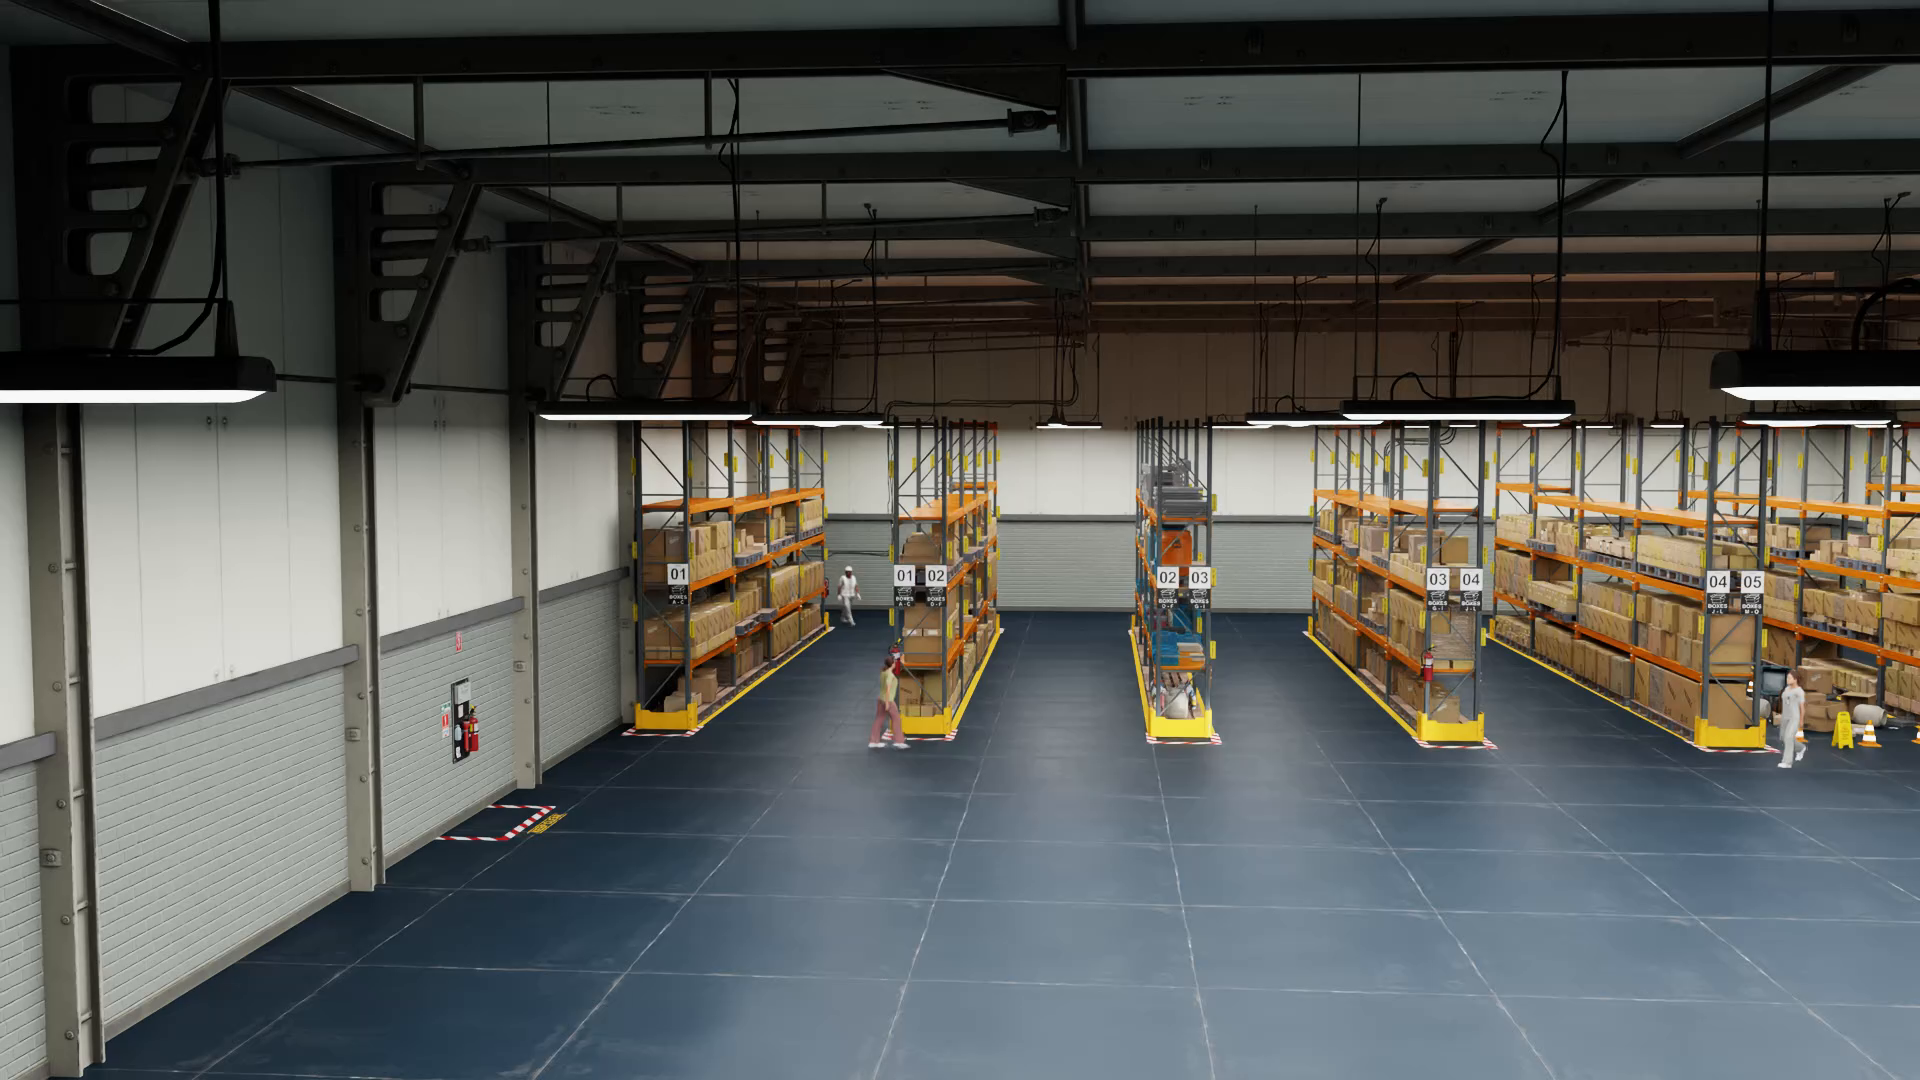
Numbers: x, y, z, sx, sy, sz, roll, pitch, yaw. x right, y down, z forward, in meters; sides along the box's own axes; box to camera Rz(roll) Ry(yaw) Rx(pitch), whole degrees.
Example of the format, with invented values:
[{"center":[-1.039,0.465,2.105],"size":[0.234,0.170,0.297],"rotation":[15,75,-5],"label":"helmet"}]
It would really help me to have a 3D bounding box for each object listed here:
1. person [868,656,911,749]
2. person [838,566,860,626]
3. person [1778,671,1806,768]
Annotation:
[{"center":[-1.295,2.943,30.052],"size":[0.752,1.676,0.501],"rotation":[-1,4,-22],"label":"person"},{"center":[-3.275,1.634,48.984],"size":[0.576,1.715,1.110],"rotation":[-3,5,-36],"label":"person"},{"center":[14.213,3.039,28.289],"size":[0.820,1.642,0.444],"rotation":[-2,4,-26],"label":"person"}]
